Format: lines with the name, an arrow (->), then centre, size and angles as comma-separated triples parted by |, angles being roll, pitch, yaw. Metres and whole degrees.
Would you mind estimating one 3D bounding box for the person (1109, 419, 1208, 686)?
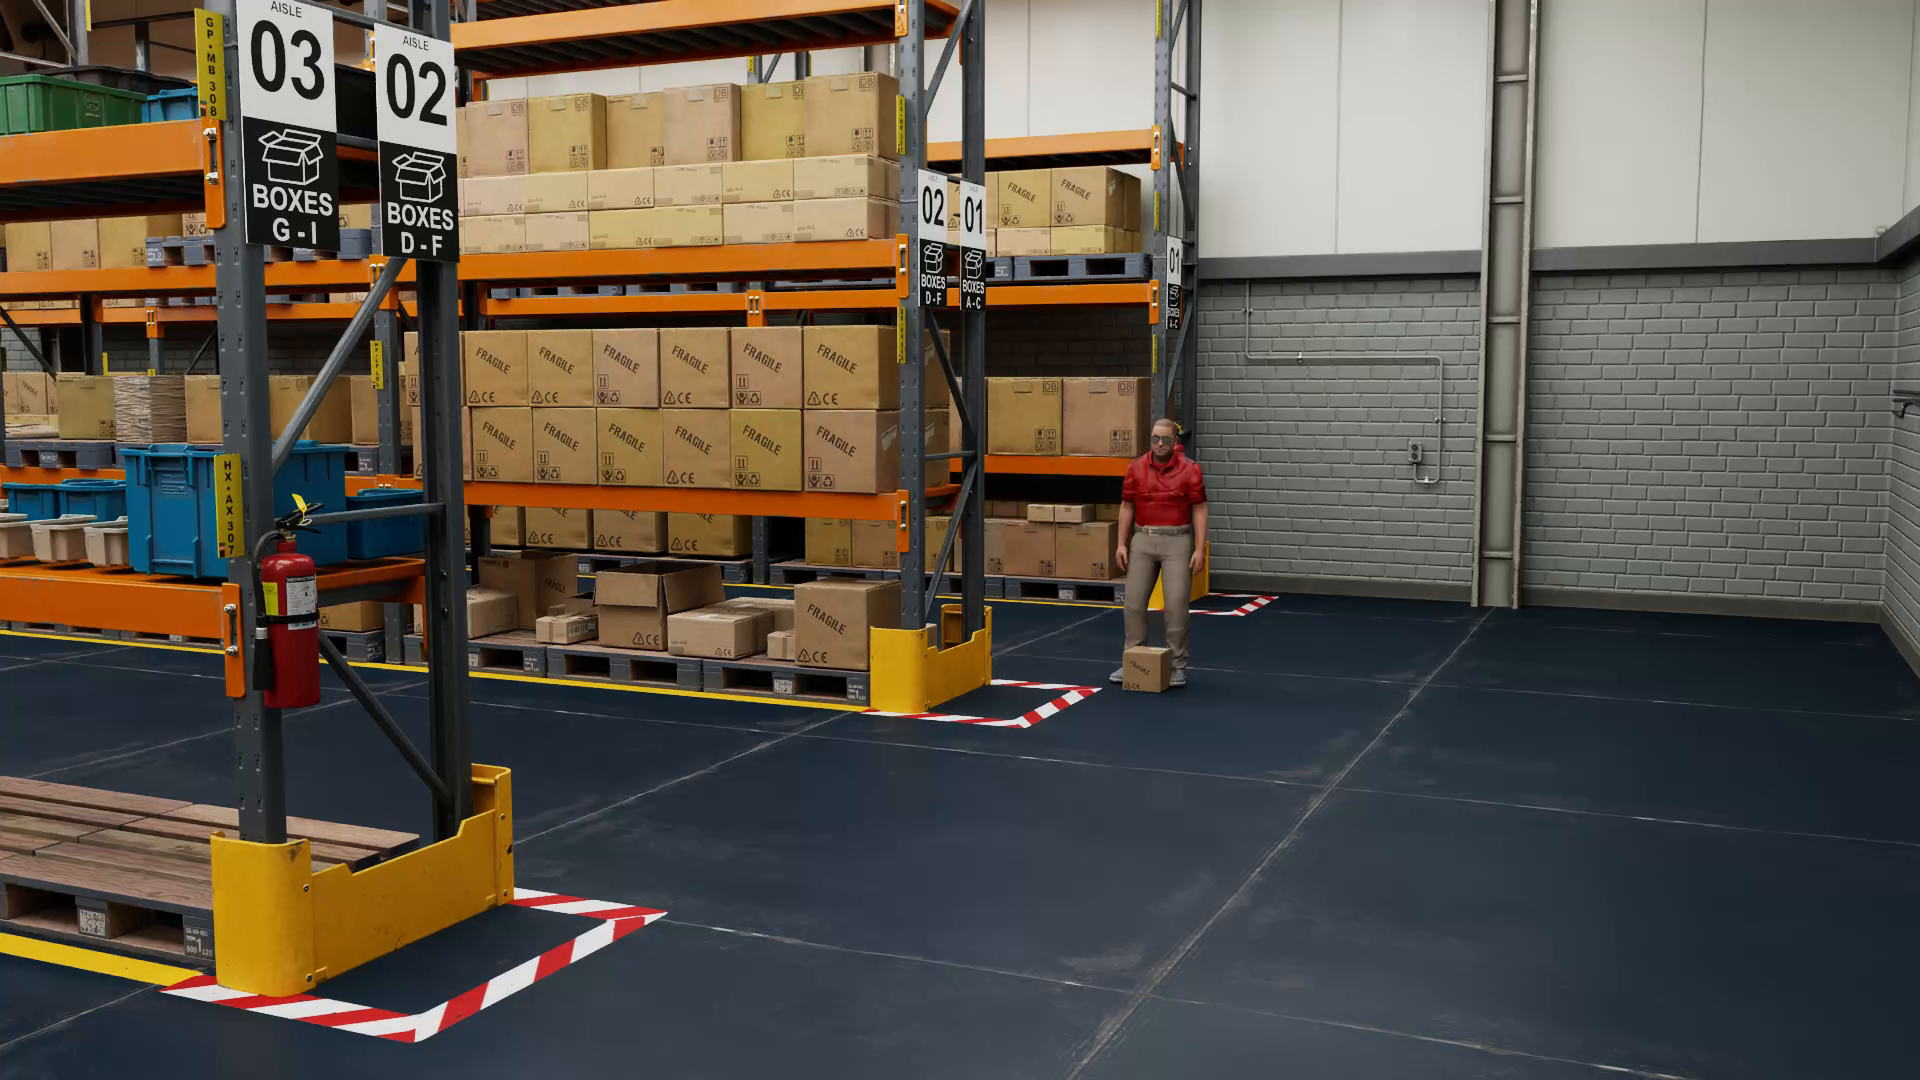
person -> 1.307, 0.072, 10.859 | 0.606, 1.727, 0.396 | 2, 6, 20
